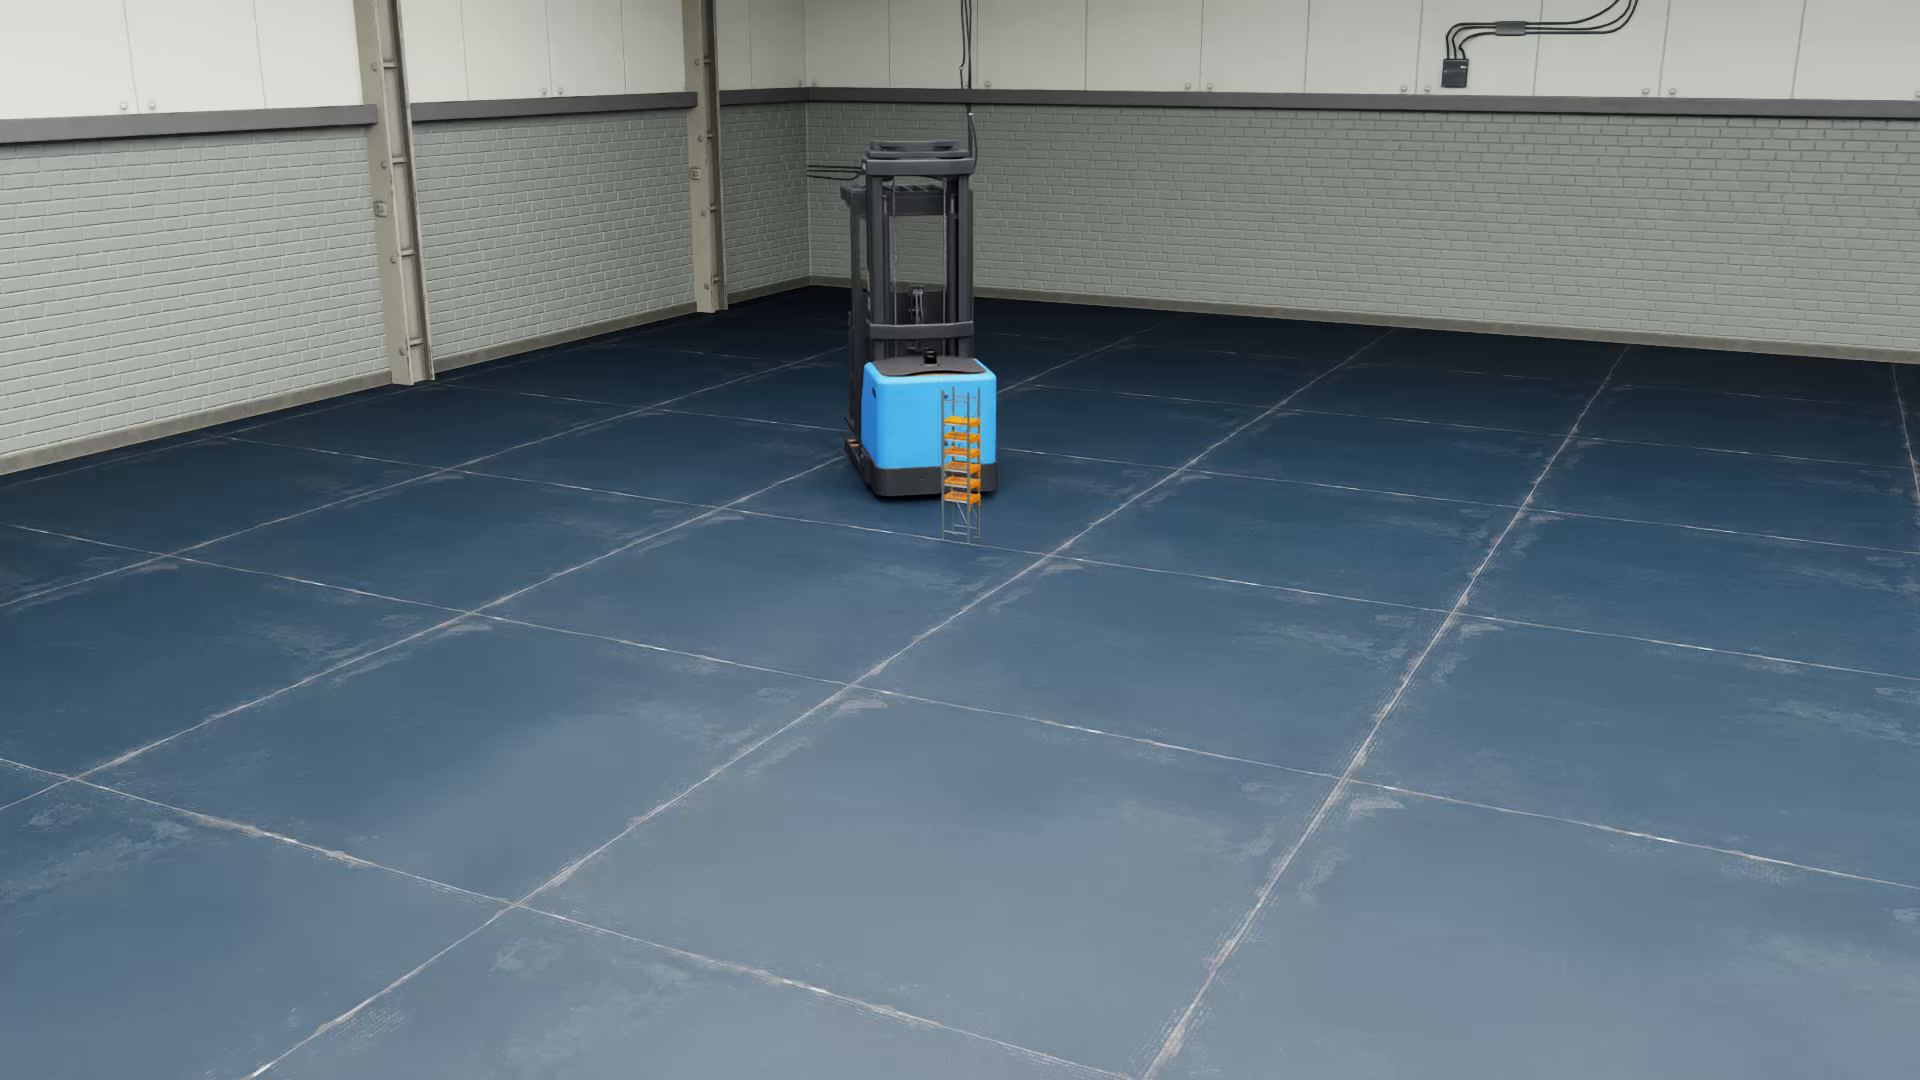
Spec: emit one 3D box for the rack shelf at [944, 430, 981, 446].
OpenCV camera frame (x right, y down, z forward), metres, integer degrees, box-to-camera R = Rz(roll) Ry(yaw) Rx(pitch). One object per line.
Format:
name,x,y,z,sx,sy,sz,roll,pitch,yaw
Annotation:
rack shelf,0.006,-0.766,12.810,0.258,0.103,0.180,8,18,25

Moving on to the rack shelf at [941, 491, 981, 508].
rack shelf,0.006,-0.306,12.947,0.258,0.103,0.180,8,18,25

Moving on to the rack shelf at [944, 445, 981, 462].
rack shelf,0.006,-0.651,12.844,0.258,0.103,0.180,8,18,25

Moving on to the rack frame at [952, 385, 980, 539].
rack frame,0.047,-0.602,12.944,0.240,1.200,0.006,8,18,25

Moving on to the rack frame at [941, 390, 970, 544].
rack frame,-0.034,-0.556,12.787,0.240,1.200,0.006,8,18,25

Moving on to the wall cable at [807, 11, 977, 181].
wall cable,-1.136,-6.770,25.467,3.097,2.526,0.112,8,18,25

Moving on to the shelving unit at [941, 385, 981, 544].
shelving unit,0.006,-0.579,12.866,0.258,1.200,0.189,8,18,25

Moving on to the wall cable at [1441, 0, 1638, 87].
wall cable,7.349,-8.677,20.461,2.305,6.003,0.169,8,18,25

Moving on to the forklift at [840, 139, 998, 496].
forklift,-0.472,-2.149,15.112,1.130,2.935,3.031,-3,17,-11

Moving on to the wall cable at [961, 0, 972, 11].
wall cable,1.284,-8.847,23.589,3.097,2.526,0.112,8,18,25

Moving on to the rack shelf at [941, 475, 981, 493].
rack shelf,0.006,-0.421,12.913,0.258,0.103,0.180,8,18,25

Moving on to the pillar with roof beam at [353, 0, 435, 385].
pillar with roof beam,-2.466,-5.601,16.075,9.100,9.000,0.400,8,18,25

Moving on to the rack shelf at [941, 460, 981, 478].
rack shelf,0.006,-0.536,12.879,0.258,0.103,0.180,8,18,25

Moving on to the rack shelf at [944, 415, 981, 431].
rack shelf,0.006,-0.881,12.776,0.258,0.103,0.180,8,18,25

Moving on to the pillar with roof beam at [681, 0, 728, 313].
pillar with roof beam,0.215,-7.129,21.221,9.100,9.000,0.400,8,18,25
